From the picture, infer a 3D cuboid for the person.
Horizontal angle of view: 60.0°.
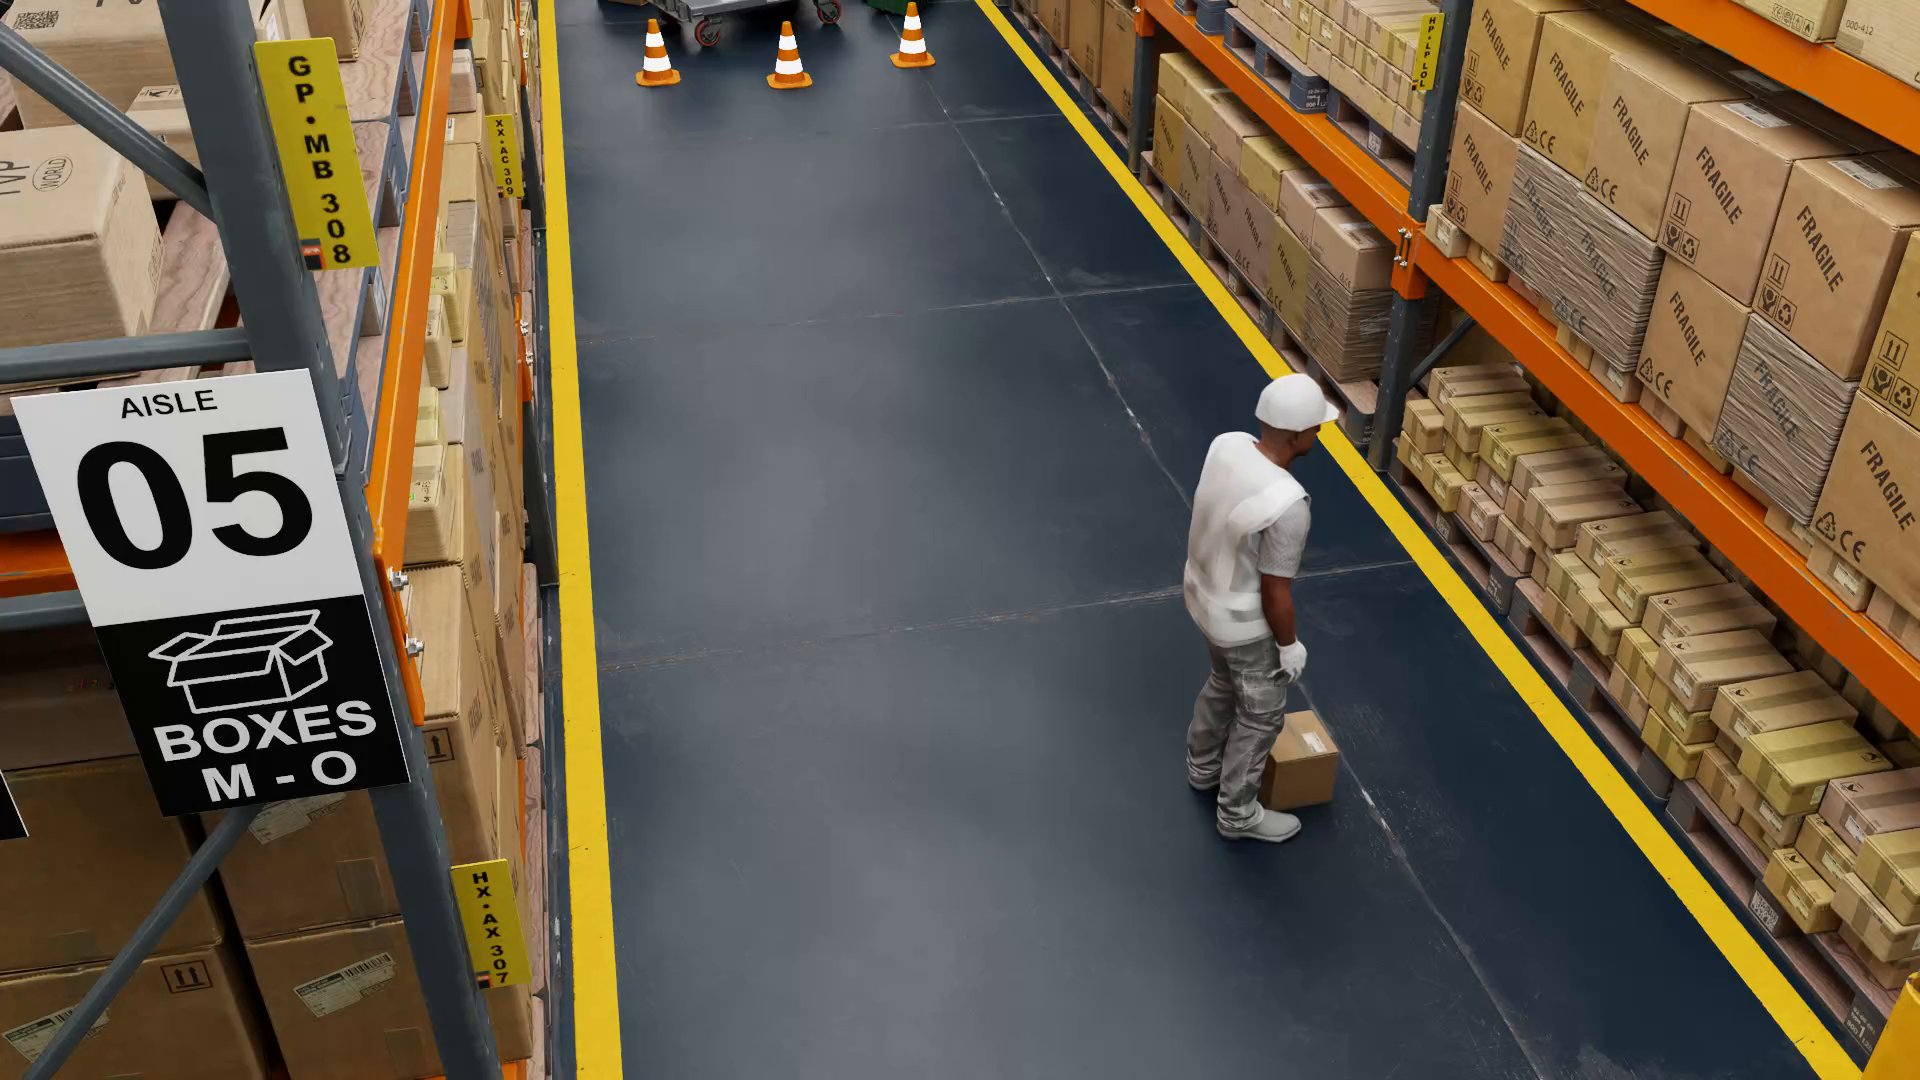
[{"bbox_3d":[1.017,0.238,5.782,0.449,1.772,0.608,-8,35,-12],"label":"person"}]
